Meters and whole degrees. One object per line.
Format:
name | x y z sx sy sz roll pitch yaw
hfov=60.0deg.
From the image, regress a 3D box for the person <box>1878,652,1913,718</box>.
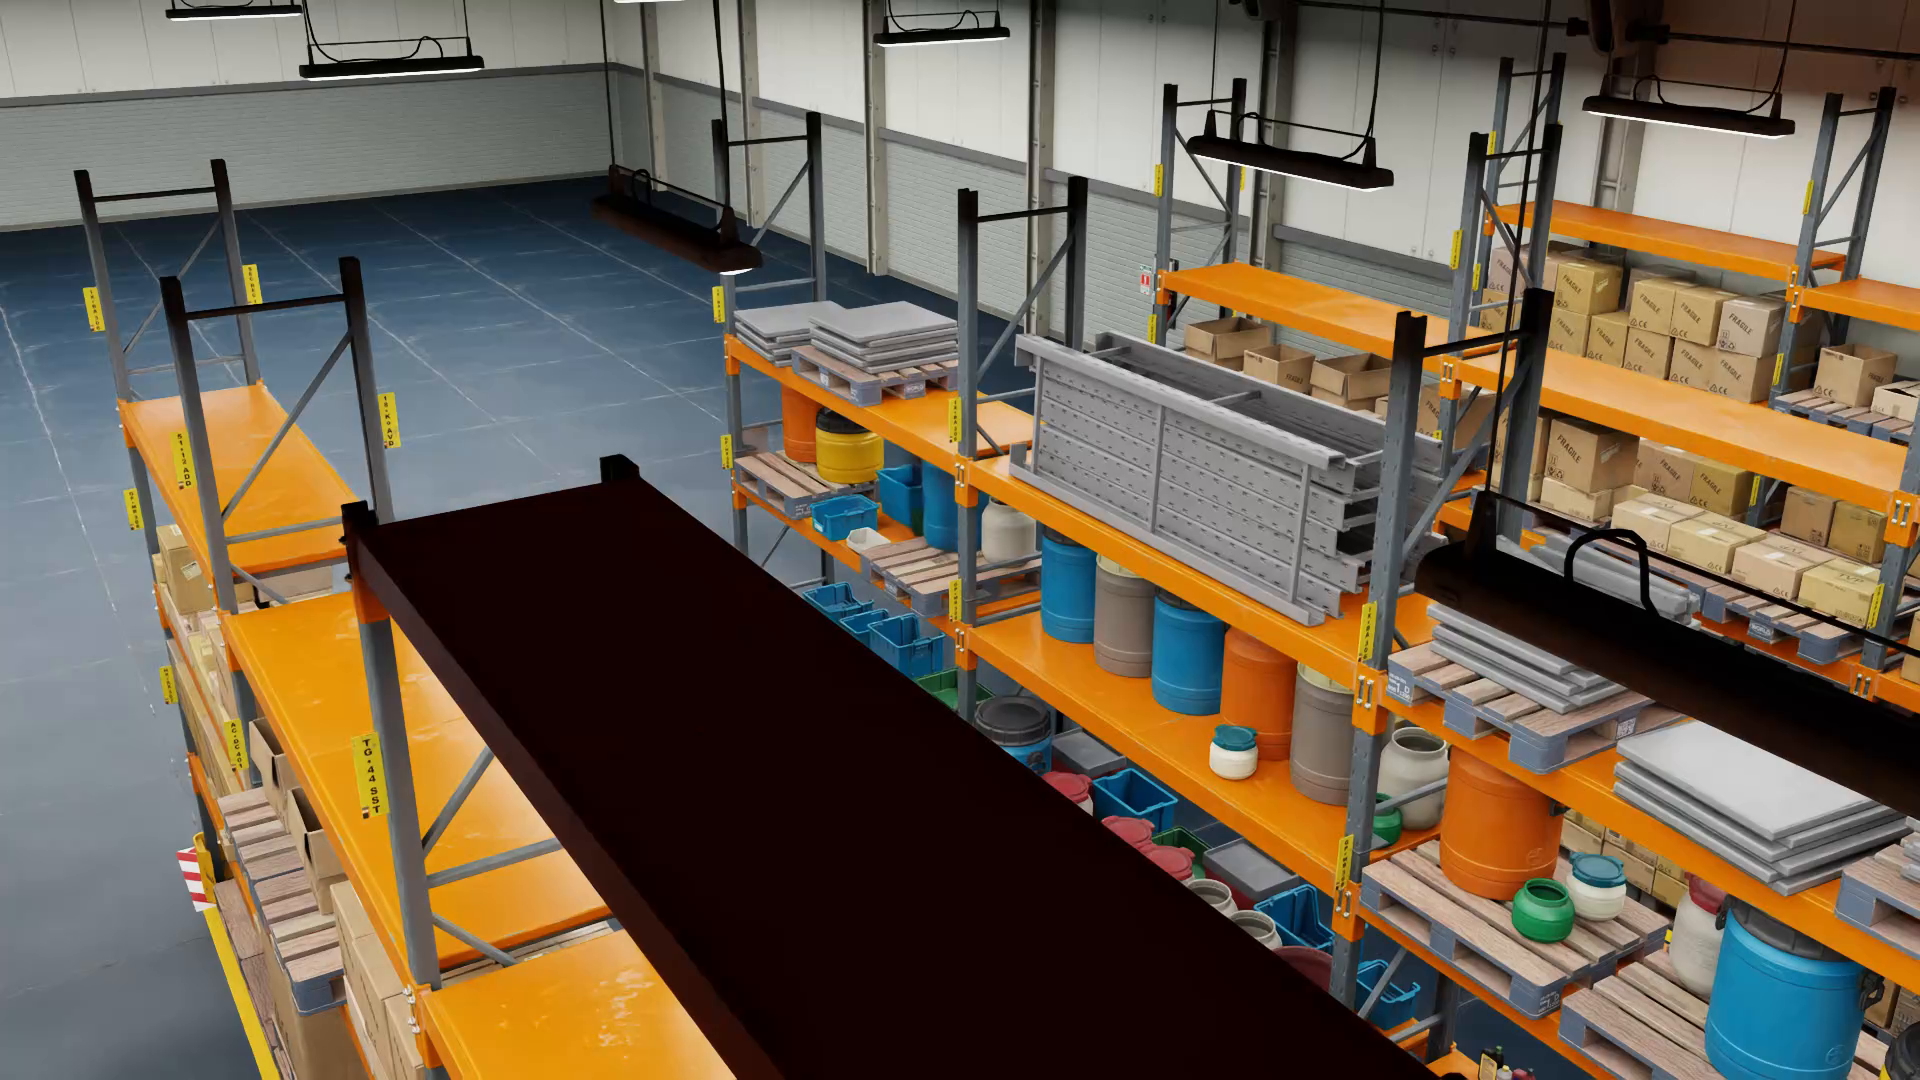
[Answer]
person | 8.541 1.454 15.382 1.036 1.746 0.662 20 29 41
